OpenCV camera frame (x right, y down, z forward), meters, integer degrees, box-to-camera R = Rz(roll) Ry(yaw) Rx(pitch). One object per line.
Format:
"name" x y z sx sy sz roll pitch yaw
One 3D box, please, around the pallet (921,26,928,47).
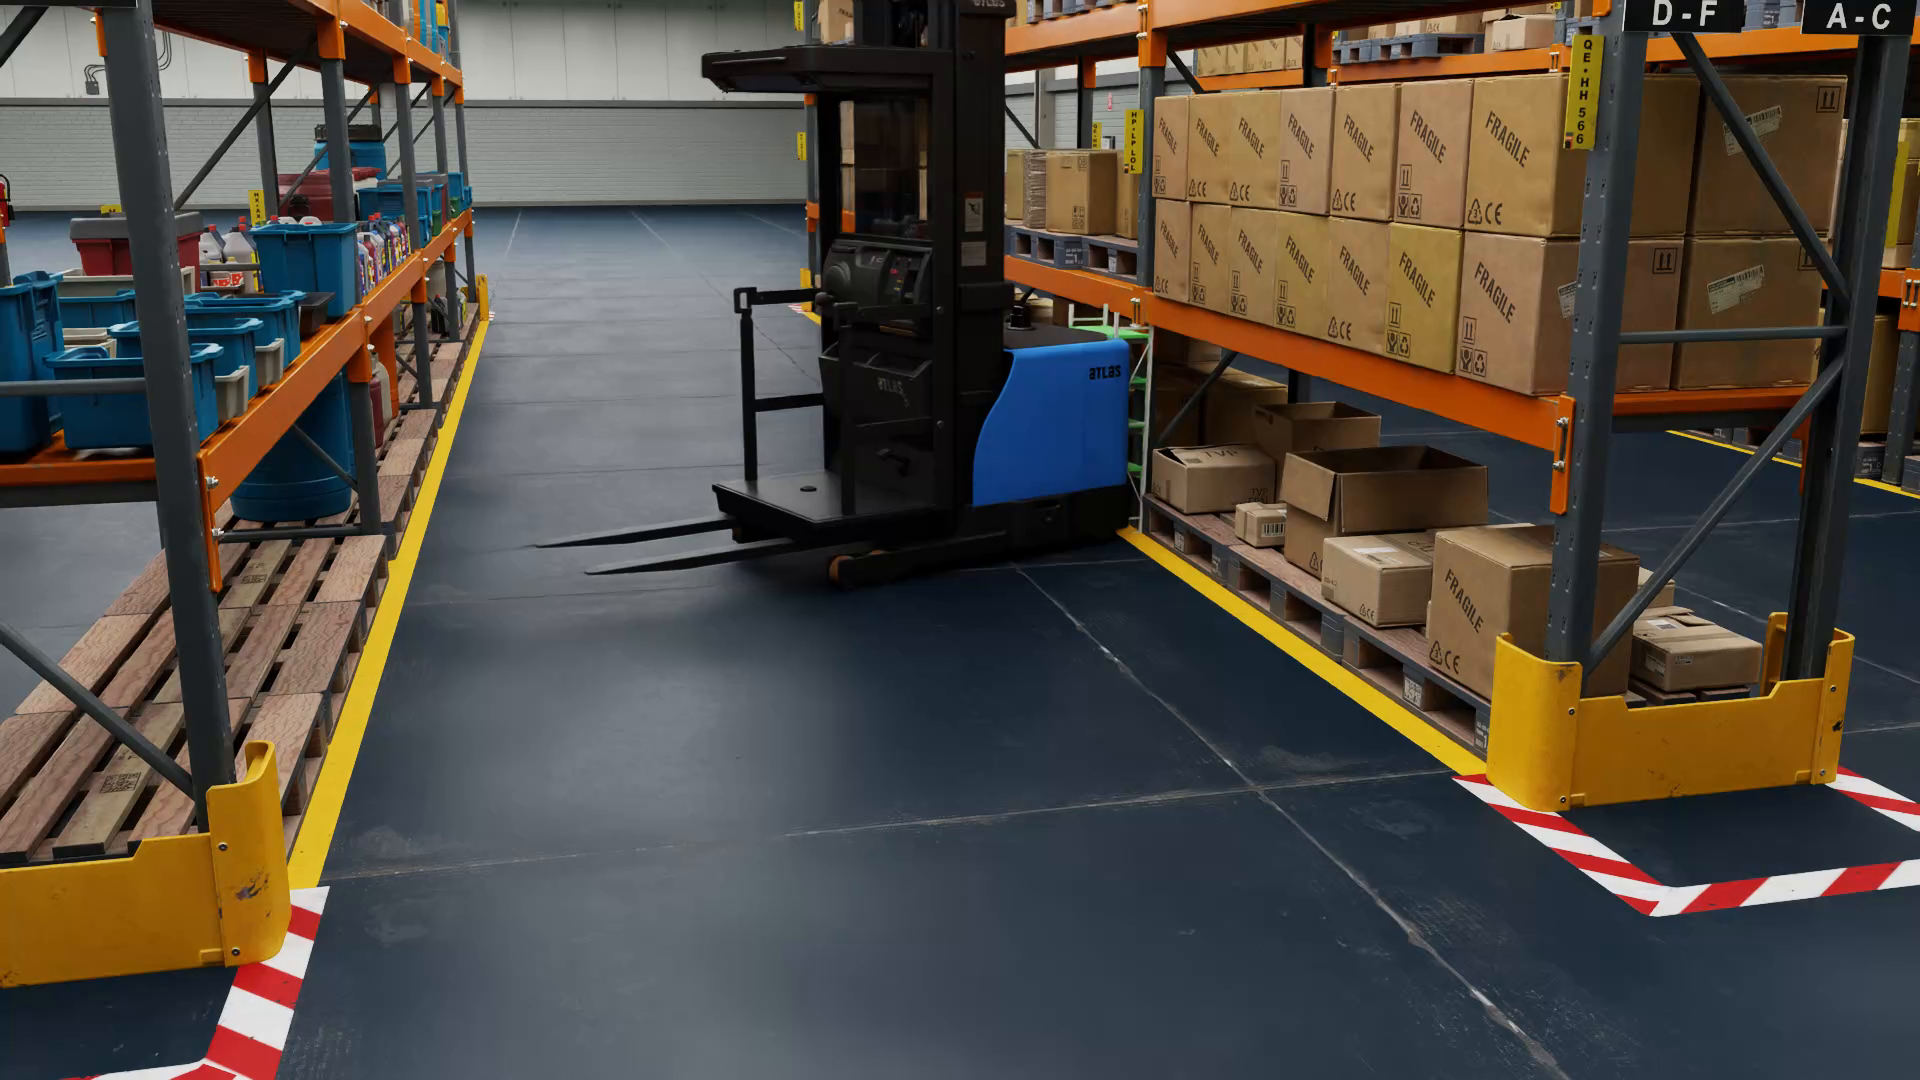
"pallet" 0.263 -3.996 13.040 1.213 0.211 1.003 -3 14 -11

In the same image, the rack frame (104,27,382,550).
"rack frame" -3.367 -1.281 7.849 1.000 3.000 0.127 -3 14 -13

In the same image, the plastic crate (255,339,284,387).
"plastic crate" -2.320 -0.569 5.367 0.250 0.136 0.298 -3 14 -13

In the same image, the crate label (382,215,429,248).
"crate label" -4.041 -2.240 12.129 0.303 0.233 0.416 -3 14 -13

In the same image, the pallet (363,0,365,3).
"pallet" -3.916 -3.083 9.304 1.003 0.211 1.213 -3 14 -13

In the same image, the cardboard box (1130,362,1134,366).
"cardboard box" 0.829 -0.884 10.563 0.500 0.500 0.500 -3 14 -12

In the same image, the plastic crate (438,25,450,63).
"plastic crate" -5.445 -5.075 17.094 0.392 0.384 0.575 -3 14 -13

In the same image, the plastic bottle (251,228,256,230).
"plastic bottle" -4.193 -1.706 9.849 0.152 0.276 0.135 -3 14 -13

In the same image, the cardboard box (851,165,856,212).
"cardboard box" -0.785 -3.789 17.907 0.700 0.500 0.500 -3 14 -12

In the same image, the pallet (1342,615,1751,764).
"pallet" 2.182 0.520 6.354 1.003 0.211 1.213 -3 14 -13

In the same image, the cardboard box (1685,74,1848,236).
"cardboard box" 2.540 -1.285 5.547 0.500 0.500 0.500 -3 14 -11

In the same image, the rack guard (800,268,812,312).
"rack guard" -1.375 -3.116 20.626 1.175 0.500 0.348 -3 14 -13

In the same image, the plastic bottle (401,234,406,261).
"plastic bottle" -3.733 -1.957 11.034 0.097 0.201 0.097 0 14 0

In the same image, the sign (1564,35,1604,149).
"sign" 1.844 -1.323 4.916 0.100 0.325 0.005 -3 14 -13

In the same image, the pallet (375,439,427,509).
"pallet" -3.798 -0.388 10.072 1.003 0.211 1.213 -3 14 -13

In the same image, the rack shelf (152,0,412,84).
"rack shelf" -3.837 -2.850 9.467 1.077 0.370 4.000 -3 14 -13

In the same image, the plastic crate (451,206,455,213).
"plastic crate" -5.245 -3.224 15.934 0.767 0.338 0.504 -3 14 -13

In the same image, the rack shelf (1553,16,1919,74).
"rack shelf" 5.793 -3.402 11.727 1.077 0.370 4.000 -3 14 -13

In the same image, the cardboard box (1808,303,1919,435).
"cardboard box" 5.984 -1.135 10.899 0.750 0.750 0.750 -3 14 -13

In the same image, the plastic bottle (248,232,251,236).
"plastic bottle" -4.090 -1.636 9.573 0.097 0.271 0.097 0 14 0

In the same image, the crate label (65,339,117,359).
"crate label" -2.938 -0.568 5.359 0.396 0.136 0.243 -3 14 -13

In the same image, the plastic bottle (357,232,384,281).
"plastic bottle" -3.378 -1.616 9.481 0.152 0.276 0.135 -3 14 -13

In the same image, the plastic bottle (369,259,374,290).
"plastic bottle" -3.215 -1.447 8.950 0.097 0.201 0.097 0 14 0

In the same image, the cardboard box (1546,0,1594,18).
"cardboard box" 5.378 -4.450 14.249 0.500 0.500 0.500 -3 14 -13

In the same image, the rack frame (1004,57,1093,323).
"rack frame" 0.509 -2.479 12.753 1.000 3.000 0.127 -3 14 -13

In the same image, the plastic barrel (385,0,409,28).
"plastic barrel" -4.082 -3.804 11.620 0.421 0.512 0.421 0 14 0

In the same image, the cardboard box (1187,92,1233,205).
"cardboard box" 1.407 -1.847 7.849 0.500 0.500 0.500 -4 14 -15

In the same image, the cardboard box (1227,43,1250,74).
"cardboard box" 3.497 -5.780 19.693 0.500 0.500 0.500 -3 14 -11

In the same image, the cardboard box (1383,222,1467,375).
"cardboard box" 1.893 -0.889 6.037 0.500 0.500 0.500 -3 14 -13

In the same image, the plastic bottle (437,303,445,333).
"plastic bottle" -5.101 -2.185 16.348 0.061 0.283 0.133 -3 14 -13

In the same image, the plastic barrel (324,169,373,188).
"plastic barrel" -5.062 -2.790 13.741 0.433 0.535 0.433 0 14 0

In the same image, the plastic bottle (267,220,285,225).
"plastic bottle" -4.411 -1.919 10.722 0.152 0.276 0.135 -3 14 -13

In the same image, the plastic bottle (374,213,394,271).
"plastic bottle" -3.532 -1.807 10.108 0.144 0.351 0.185 -3 14 -13

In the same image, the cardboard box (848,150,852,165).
"cardboard box" -0.999 -4.109 17.848 0.380 0.149 0.250 -3 14 -12

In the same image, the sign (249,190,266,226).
"sign" -4.840 -2.251 11.475 0.100 0.325 0.005 -3 14 -13

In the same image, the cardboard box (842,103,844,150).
"cardboard box" -1.012 -4.645 18.676 0.700 0.500 0.500 -3 14 -13

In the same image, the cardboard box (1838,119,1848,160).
"cardboard box" 5.794 -2.612 10.839 0.500 0.250 0.500 -3 14 -12

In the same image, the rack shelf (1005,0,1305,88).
"rack shelf" 0.979 -3.125 10.594 1.077 0.370 4.000 -3 14 -13

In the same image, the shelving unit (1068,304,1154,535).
"shelving unit" 0.803 -0.670 9.130 0.258 1.200 0.503 -5 14 -25

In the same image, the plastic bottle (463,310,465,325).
"plastic bottle" -5.120 -2.300 16.991 0.097 0.201 0.097 0 14 0

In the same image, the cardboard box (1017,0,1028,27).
"cardboard box" 0.886 -3.648 11.008 0.910 0.500 0.500 -3 14 -13

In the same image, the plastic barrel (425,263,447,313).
"plastic barrel" -5.839 -2.781 18.348 0.421 0.512 0.421 0 14 0

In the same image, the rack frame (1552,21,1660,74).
"rack frame" 5.323 -2.756 13.886 1.000 3.000 0.127 -3 14 -13

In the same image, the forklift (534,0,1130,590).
"forklift" -0.593 -1.327 8.182 3.031 2.935 1.130 -9 17 -33

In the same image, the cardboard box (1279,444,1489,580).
"cardboard box" 1.895 -0.124 7.447 0.797 0.503 0.637 -3 14 -13

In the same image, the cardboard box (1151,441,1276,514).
"cardboard box" 1.337 -0.355 8.797 0.500 0.311 0.500 -3 14 -13

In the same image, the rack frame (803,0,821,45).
"rack frame" -1.370 -7.239 19.595 1.000 3.000 0.127 -3 14 -13

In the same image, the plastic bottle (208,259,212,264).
"plastic bottle" -3.800 -1.317 8.414 0.097 0.201 0.097 0 14 0

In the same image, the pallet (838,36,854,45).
"pallet" -0.656 -5.011 16.984 1.003 0.211 1.213 -3 14 -13

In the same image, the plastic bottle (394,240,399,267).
"plastic bottle" -3.596 -1.822 10.483 0.097 0.201 0.097 0 14 0

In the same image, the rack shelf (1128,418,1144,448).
"rack shelf" 0.801 -0.608 9.144 0.258 0.148 0.480 -5 14 -25

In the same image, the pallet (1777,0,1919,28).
"pallet" 5.999 -3.406 10.631 0.805 0.209 1.217 -4 14 -15

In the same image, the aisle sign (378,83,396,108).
"aisle sign" -6.487 -5.312 18.873 0.394 0.787 0.004 -3 14 -13

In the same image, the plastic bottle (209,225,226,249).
"plastic bottle" -3.945 -1.493 8.823 0.144 0.351 0.185 -3 14 -13

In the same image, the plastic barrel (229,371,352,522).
"plastic barrel" -3.478 -0.592 8.566 0.600 0.901 0.708 -3 14 -13

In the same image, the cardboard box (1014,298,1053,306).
"cardboard box" 0.540 -1.877 14.018 0.500 0.311 0.500 -4 14 -15

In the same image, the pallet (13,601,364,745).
"pallet" -2.867 0.523 6.340 1.003 0.211 1.213 -3 14 -13

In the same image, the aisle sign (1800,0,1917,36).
"aisle sign" 2.689 -1.897 4.893 0.394 0.787 0.004 -3 14 -13
